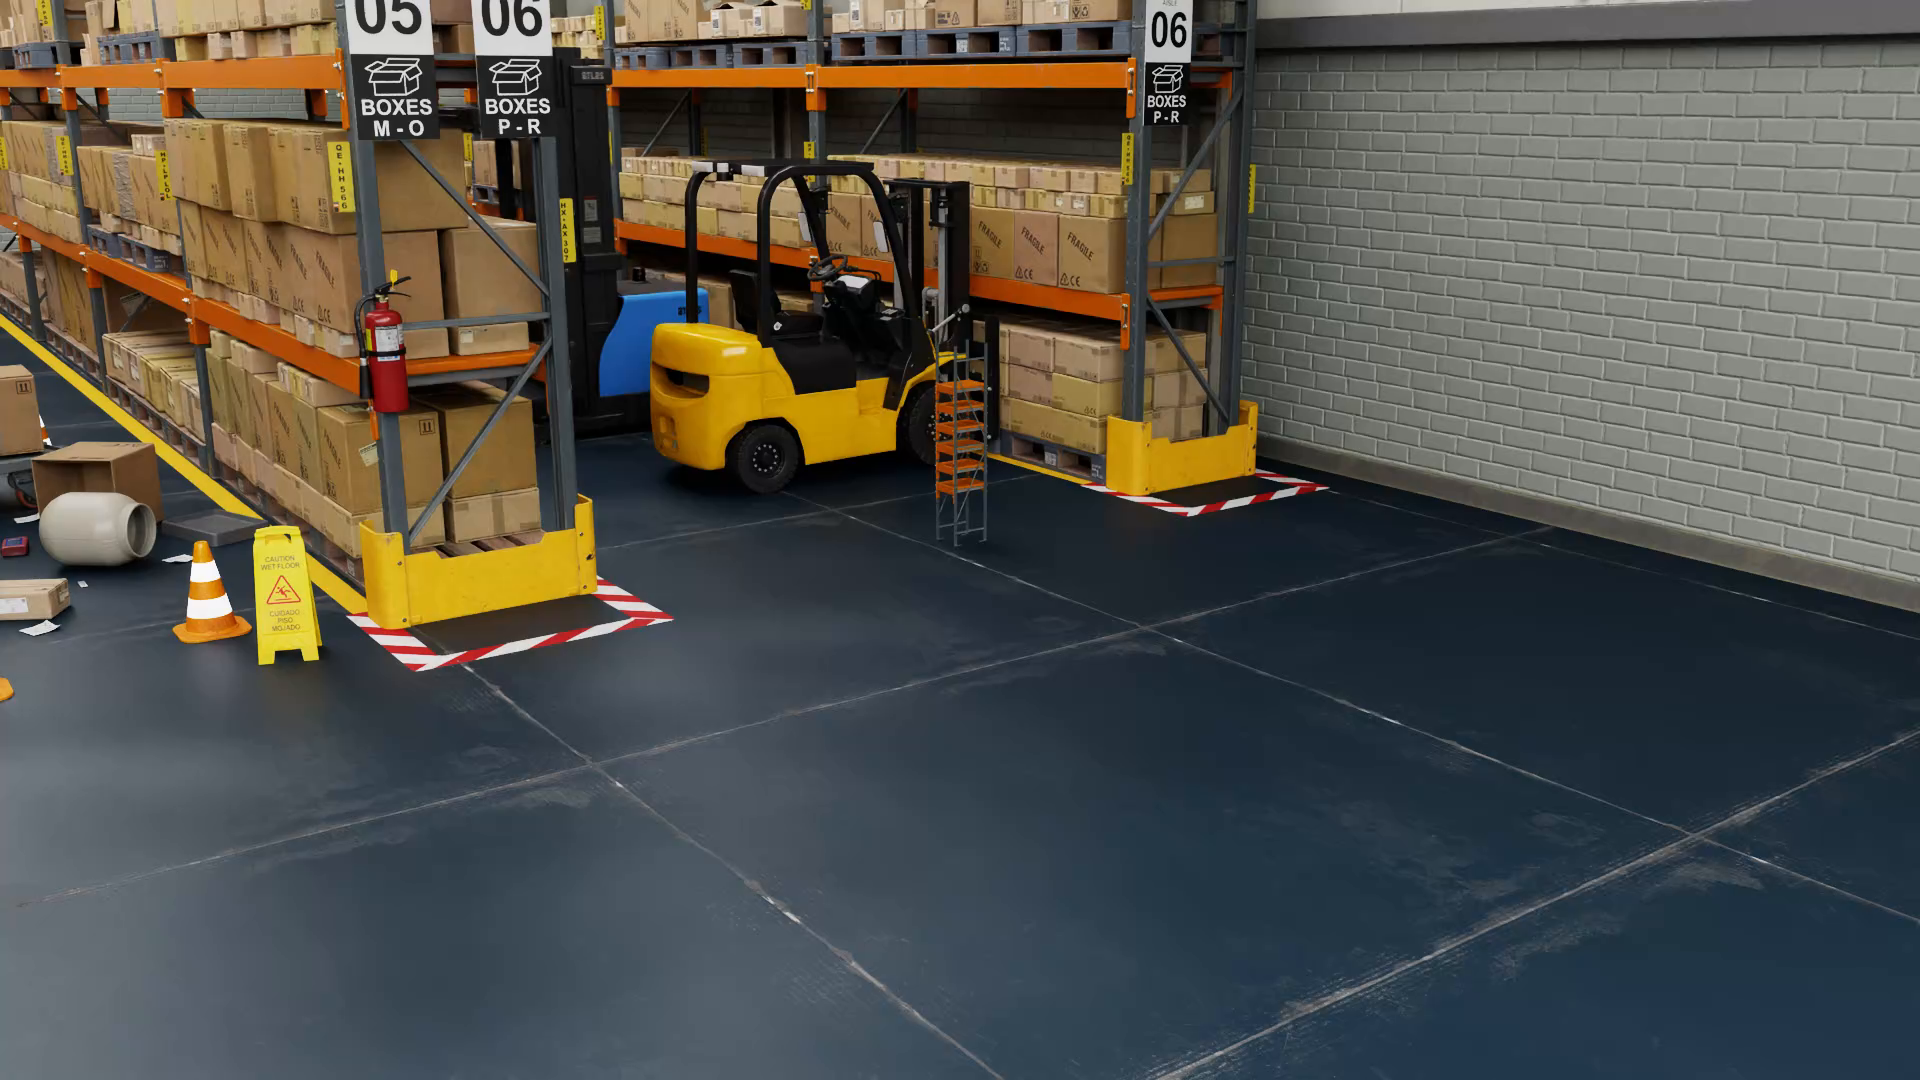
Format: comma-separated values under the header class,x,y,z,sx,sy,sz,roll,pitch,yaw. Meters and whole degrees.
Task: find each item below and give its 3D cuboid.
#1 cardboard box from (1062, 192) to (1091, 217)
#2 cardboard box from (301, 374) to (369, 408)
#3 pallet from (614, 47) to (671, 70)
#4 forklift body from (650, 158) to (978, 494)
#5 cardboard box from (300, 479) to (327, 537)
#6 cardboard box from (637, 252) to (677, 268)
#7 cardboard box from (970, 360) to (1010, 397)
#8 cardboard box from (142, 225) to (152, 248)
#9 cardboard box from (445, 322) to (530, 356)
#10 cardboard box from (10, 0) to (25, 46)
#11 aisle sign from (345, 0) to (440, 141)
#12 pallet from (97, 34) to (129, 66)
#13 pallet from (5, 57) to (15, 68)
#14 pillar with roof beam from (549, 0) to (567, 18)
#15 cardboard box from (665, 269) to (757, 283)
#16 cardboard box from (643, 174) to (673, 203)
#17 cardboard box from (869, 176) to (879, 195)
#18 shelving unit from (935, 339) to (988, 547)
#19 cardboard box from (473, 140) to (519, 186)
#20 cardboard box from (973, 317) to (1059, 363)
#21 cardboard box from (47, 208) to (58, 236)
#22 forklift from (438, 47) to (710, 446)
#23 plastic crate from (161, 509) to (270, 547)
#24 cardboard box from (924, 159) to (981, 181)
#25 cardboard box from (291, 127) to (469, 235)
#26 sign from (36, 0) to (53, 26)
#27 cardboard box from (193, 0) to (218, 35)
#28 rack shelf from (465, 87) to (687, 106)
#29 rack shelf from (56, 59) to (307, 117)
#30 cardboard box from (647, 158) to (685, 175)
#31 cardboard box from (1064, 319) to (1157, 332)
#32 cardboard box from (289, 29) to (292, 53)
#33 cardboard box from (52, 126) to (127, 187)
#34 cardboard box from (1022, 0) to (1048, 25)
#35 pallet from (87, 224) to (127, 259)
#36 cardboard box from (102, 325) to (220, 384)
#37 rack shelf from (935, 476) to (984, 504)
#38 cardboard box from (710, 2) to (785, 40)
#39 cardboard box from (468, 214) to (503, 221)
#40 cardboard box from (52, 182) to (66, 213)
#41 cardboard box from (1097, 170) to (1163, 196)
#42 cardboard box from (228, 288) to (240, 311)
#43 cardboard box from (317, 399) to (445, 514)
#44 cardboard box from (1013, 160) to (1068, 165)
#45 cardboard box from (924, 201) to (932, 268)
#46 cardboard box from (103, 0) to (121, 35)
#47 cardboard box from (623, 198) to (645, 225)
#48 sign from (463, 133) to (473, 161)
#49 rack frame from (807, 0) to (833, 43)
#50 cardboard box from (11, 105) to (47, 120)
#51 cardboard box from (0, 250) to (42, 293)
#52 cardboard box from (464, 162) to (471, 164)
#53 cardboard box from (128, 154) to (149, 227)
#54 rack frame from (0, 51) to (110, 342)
class,x,y,z,sx,sy,sz,roll,pitch,yaw
cardboard box,0.927,-2.310,11.417,0.380,0.149,0.250,-11,18,-34
cardboard box,-3.433,-0.847,9.252,0.380,0.149,0.250,-10,18,-33
pallet,-2.701,-4.802,16.613,1.213,0.211,1.003,-10,18,-32
forklift body,-1.059,-1.581,11.778,2.313,2.155,1.214,-11,19,-35
cardboard box,-3.472,-0.216,9.598,0.500,0.250,0.500,-11,19,-34
cardboard box,-3.361,-3.107,18.458,0.380,0.149,0.250,-10,18,-33
cardboard box,0.386,-1.257,12.454,0.500,0.250,0.500,-11,19,-36
cardboard box,-5.833,-2.262,12.340,0.380,0.149,0.250,-11,19,-34
cardboard box,-2.513,-1.081,8.819,0.380,0.149,0.250,-11,19,-34
cardboard box,-8.456,-4.835,15.391,0.500,0.500,0.500,-11,19,-34
aisle sign,-2.679,-2.293,7.847,0.394,0.787,0.004,-11,19,-35
pallet,-5.722,-3.677,12.502,1.213,0.211,1.003,-11,19,-35
pallet,-10.722,-5.500,18.977,1.003,0.211,1.213,-11,19,-35
pillar with roof beam,-8.686,-6.945,18.404,9.100,9.000,0.400,-11,19,-35
cardboard box,-2.426,-2.360,16.721,0.875,0.625,0.625,-10,18,-33
cardboard box,-2.815,-3.506,16.540,0.500,0.250,0.500,-10,18,-33
cardboard box,-0.516,-2.869,13.457,0.380,0.149,0.250,-11,19,-35
shelving unit,0.009,-0.576,9.906,0.258,1.200,0.189,-11,19,-35
cardboard box,-5.420,-4.544,20.011,0.700,0.500,0.500,-10,18,-33
cardboard box,0.399,-1.491,12.362,0.500,0.250,0.500,-11,19,-34
cardboard box,-8.288,-3.018,15.704,0.500,0.250,0.500,-11,19,-35
forklift,-3.481,-2.258,12.775,3.031,2.935,1.130,-12,19,-38
plastic crate,-4.573,-0.081,10.220,0.583,0.080,0.402,10,18,33
cardboard box,-0.051,-2.850,12.827,0.380,0.149,0.250,-11,19,-35
cardboard box,-2.958,-1.846,8.494,0.700,0.500,0.500,-11,19,-36
sign,-7.638,-4.456,13.862,0.100,0.325,0.005,-11,19,-35
cardboard box,-4.201,-3.115,9.815,0.500,0.250,0.500,-11,19,-34
rack shelf,-4.348,-5.104,18.722,1.077,0.370,4.000,-11,19,-35
rack shelf,-6.009,-3.478,12.783,1.077,0.370,4.000,-11,19,-35
cardboard box,-2.893,-3.716,16.555,0.380,0.149,0.250,-10,18,-33
cardboard box,1.106,-1.465,12.267,0.500,0.250,0.500,-11,19,-34
cardboard box,-3.314,-2.630,8.798,0.380,0.149,0.250,-11,19,-34
cardboard box,-7.700,-3.406,14.755,0.500,0.500,0.500,-11,19,-36
cardboard box,0.650,-3.685,11.446,0.396,0.266,0.258,-11,19,-34
pallet,-6.680,-2.577,14.175,1.213,0.211,1.003,-11,19,-35
cardboard box,-6.861,-1.619,14.490,0.950,0.372,0.625,-12,20,-38
rack shelf,0.009,-0.301,9.981,0.258,0.103,0.180,-11,19,-35
cardboard box,-1.894,-4.658,14.914,0.500,0.311,0.500,-12,19,-36
cardboard box,-2.842,-1.543,9.280,0.500,0.500,0.500,-10,18,-33
cardboard box,-7.979,-3.147,15.230,0.500,0.250,0.500,-11,19,-36
cardboard box,1.151,-2.417,11.243,0.380,0.149,0.250,-11,19,-34
cardboard box,-4.419,-1.557,10.559,0.380,0.149,0.250,-10,18,-33
cardboard box,-3.163,-0.466,9.089,0.500,0.500,0.500,-11,19,-34
cardboard box,0.621,-2.813,12.689,0.380,0.149,0.250,-11,19,-34
cardboard box,-0.152,-2.419,13.043,0.500,0.500,0.500,-11,19,-35
cardboard box,-6.265,-3.981,13.061,0.797,0.503,0.637,-11,19,-35
cardboard box,-3.109,-3.372,16.998,0.500,0.250,0.500,-11,19,-34
sign,-5.958,-4.763,20.155,0.100,0.325,0.005,-11,19,-35
rack frame,-0.820,-5.616,13.550,1.000,3.000,0.127,-11,19,-35
cardboard box,-10.042,-4.593,17.862,0.380,0.149,0.250,-10,18,-33
cardboard box,-11.420,-3.355,20.711,0.875,0.438,0.875,-12,19,-36
cardboard box,-6.327,-4.678,21.205,0.500,0.250,0.500,-11,19,-34
cardboard box,-5.881,-2.626,12.439,0.500,0.500,0.500,-10,18,-33
rack frame,-9.537,-3.660,17.766,1.000,3.000,0.127,-11,19,-35
